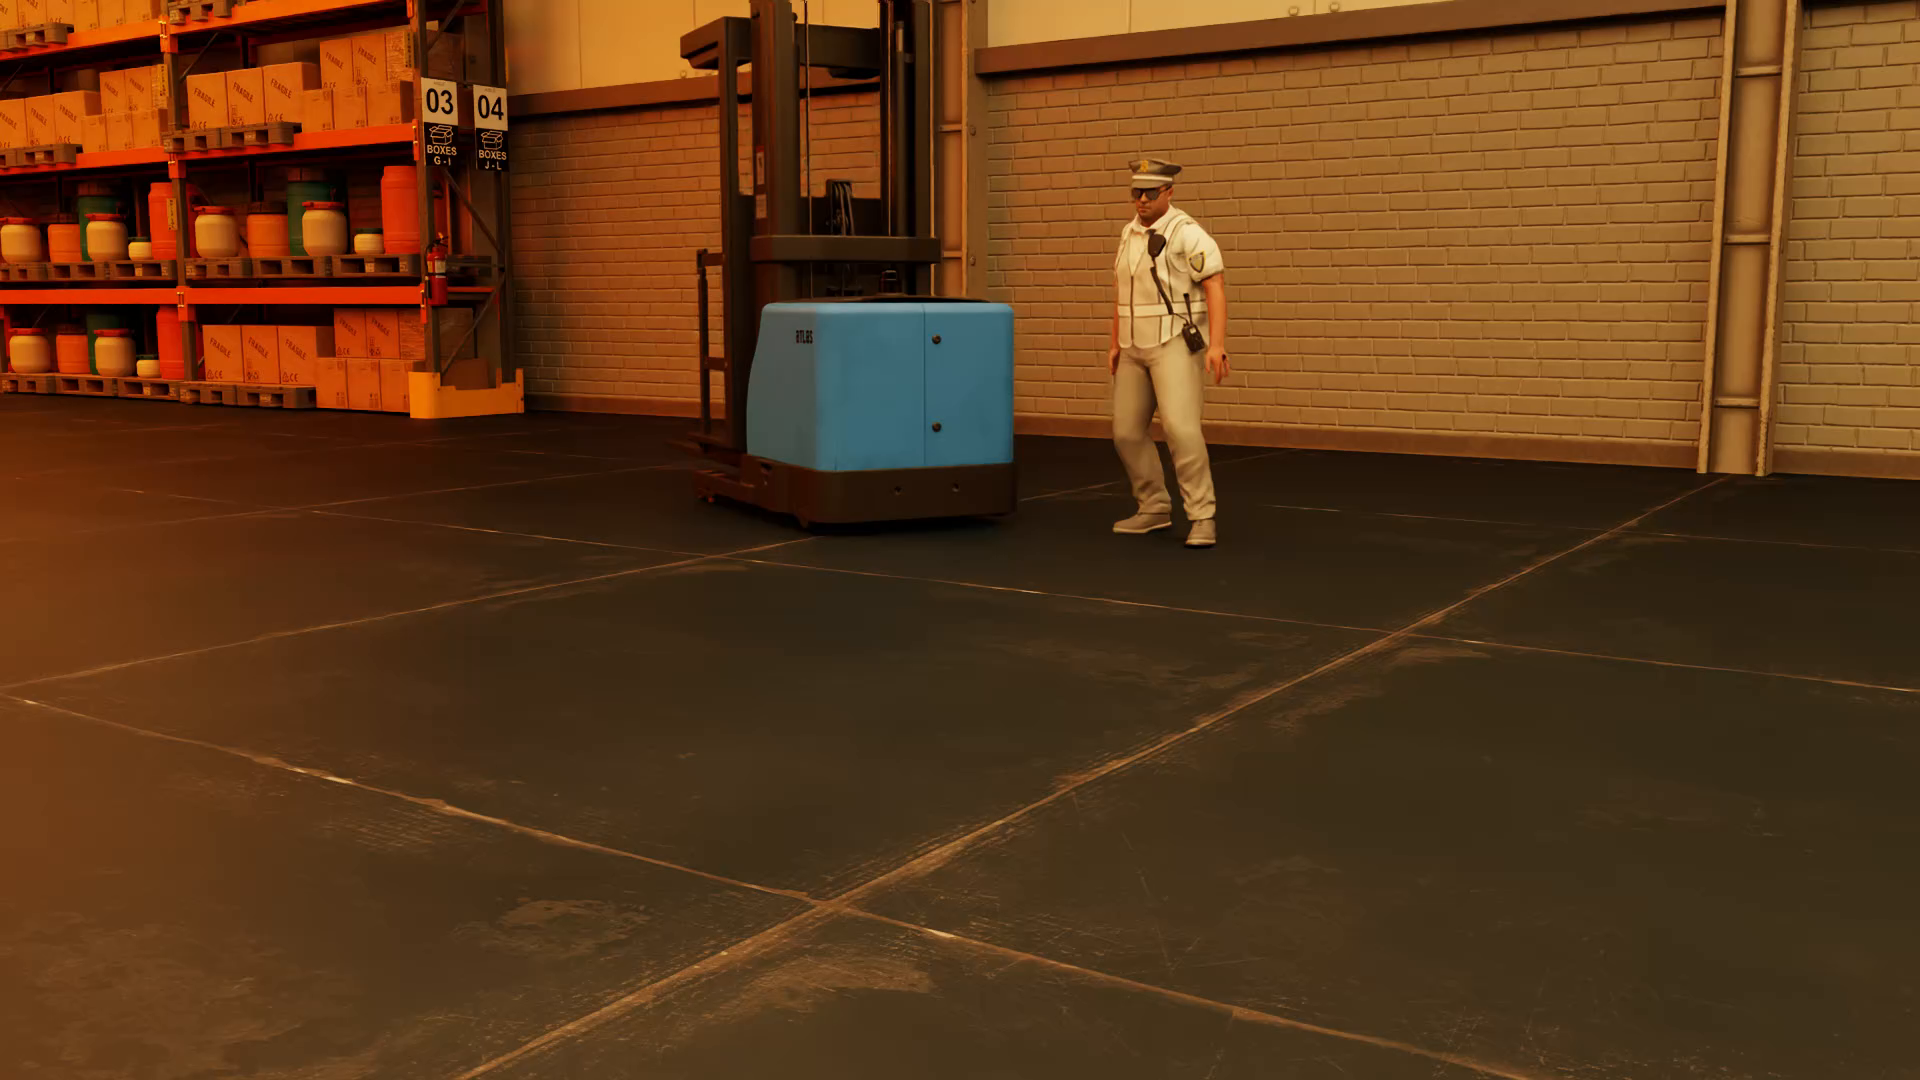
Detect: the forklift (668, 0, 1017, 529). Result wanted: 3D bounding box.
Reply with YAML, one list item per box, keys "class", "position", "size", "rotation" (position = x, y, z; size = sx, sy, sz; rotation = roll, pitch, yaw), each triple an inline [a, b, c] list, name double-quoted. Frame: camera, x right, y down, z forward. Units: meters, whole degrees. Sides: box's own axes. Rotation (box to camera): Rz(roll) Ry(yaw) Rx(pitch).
- class: "forklift"
  position: [-0.833, -1.673, 8.959]
  size: [1.130, 2.935, 3.031]
  rotation: [-4, 9, -26]

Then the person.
- class: "person"
  position: [0.941, -0.872, 7.650]
  size: [0.420, 1.723, 0.851]
  rotation: [-7, 10, -39]
